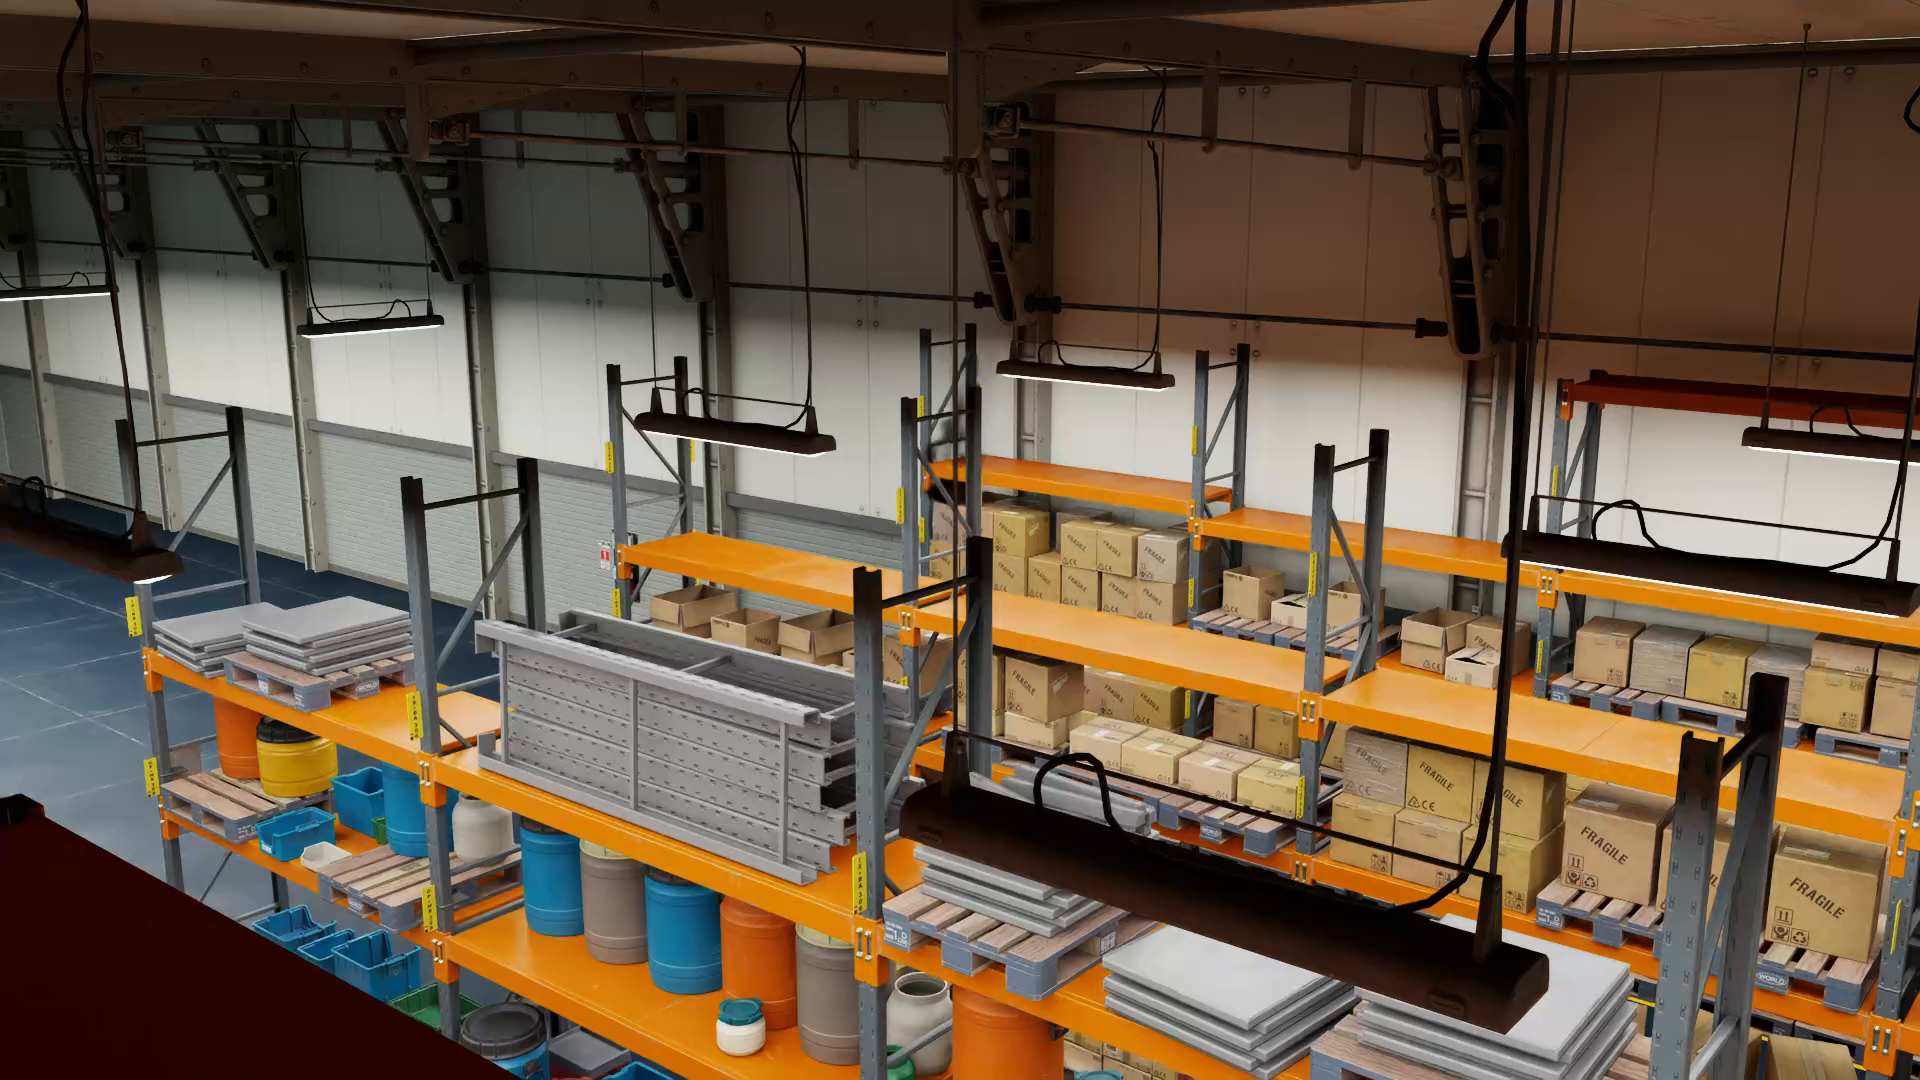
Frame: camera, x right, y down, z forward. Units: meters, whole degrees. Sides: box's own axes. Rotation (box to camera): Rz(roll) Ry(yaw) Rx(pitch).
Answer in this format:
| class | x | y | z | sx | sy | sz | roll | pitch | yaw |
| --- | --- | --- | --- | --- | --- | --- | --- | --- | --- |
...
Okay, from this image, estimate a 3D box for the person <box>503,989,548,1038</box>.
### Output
| class | x | y | z | sx | sy | sz | roll | pitch | yaw |
| --- | --- | --- | --- | --- | --- | --- | --- | --- | --- |
| person | -3.765 | 4.016 | 14.769 | 0.616 | 1.655 | 0.554 | -12 | 17 | -43 |
